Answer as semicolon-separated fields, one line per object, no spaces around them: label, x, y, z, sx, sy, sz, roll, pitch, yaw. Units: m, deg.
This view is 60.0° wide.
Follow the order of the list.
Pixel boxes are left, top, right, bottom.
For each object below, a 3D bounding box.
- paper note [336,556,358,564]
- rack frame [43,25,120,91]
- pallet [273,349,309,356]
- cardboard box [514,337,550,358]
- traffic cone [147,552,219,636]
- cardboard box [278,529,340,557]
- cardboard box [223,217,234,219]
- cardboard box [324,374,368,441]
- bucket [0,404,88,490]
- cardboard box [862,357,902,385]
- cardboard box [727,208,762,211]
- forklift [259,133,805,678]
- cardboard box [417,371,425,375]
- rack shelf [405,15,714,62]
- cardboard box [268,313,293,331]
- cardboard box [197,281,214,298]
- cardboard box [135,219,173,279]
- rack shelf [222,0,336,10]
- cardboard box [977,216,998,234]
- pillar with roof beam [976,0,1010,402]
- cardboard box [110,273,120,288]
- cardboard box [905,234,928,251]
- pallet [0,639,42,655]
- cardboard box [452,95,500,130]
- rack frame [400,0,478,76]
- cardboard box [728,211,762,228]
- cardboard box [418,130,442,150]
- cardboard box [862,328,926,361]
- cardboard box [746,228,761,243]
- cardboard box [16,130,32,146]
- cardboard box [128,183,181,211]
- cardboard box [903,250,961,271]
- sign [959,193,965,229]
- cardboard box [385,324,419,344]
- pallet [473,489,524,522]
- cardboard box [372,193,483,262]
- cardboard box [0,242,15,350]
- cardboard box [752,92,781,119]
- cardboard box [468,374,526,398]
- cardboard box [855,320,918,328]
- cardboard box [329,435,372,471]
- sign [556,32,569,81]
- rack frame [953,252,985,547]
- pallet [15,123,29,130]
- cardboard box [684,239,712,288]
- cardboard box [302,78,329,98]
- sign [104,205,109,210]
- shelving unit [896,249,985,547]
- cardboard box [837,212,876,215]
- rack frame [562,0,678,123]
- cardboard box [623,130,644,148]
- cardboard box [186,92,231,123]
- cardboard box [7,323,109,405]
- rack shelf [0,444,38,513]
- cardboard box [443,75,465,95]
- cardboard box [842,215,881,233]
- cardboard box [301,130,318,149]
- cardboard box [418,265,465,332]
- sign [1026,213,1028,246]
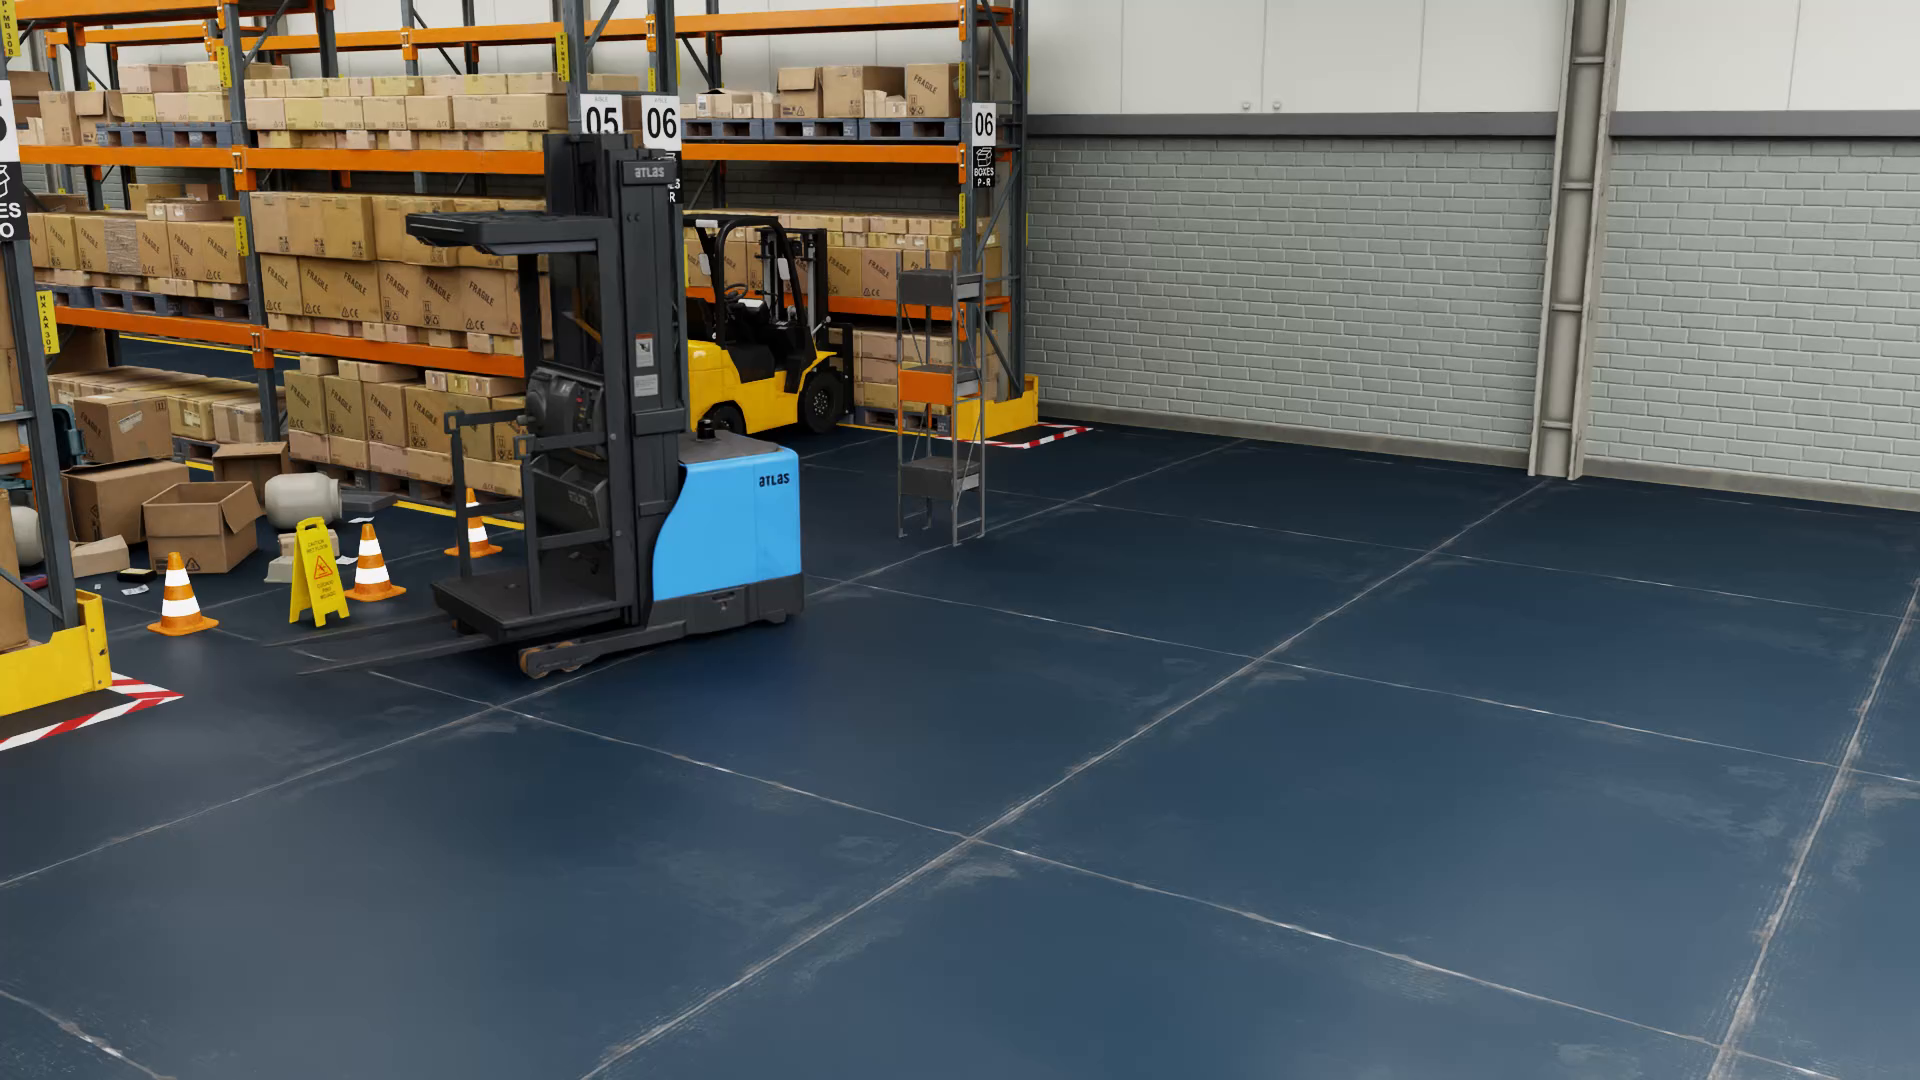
paper note;-4.324;0.139;11.698;0.142;0.019;0.148;3;14;14
rack frame;-12.938;-7.620;24.380;0.127;3.000;1.000;9;17;33
pallet;-8.923;-2.717;22.858;1.213;0.211;1.003;9;17;33
cardboard box;-3.131;-1.470;12.541;0.250;0.149;0.380;9;16;32
traffic cone;-4.756;0.305;10.127;0.334;0.463;0.336;9;17;33
cardboard box;-4.644;0.039;11.858;0.380;0.149;0.250;-7;15;-25
cardboard box;-6.796;-2.762;15.536;0.500;0.500;0.500;9;17;32
cardboard box;-4.959;-1.139;13.972;0.500;0.500;0.500;10;17;35
bucket;-7.027;-0.699;12.552;0.726;0.611;0.620;-10;7;-35
cardboard box;-0.651;-1.747;16.945;0.500;0.250;0.500;9;17;32
cardboard box;-2.362;-3.582;18.375;0.250;0.149;0.380;9;16;31
forklift;-2.437;-0.798;9.447;3.031;2.935;1.130;-11;17;-37
cardboard box;-4.261;-1.180;14.135;0.500;0.500;0.500;10;17;36
rack shelf;-4.641;-5.736;19.097;4.000;0.370;1.077;9;17;33
cardboard box;-5.666;-1.881;14.201;0.250;0.149;0.380;9;17;33
cardboard box;-6.538;-2.244;14.793;0.250;0.149;0.380;9;16;31
cardboard box;-7.097;-2.658;15.119;0.500;0.500;0.500;10;17;35
rack shelf;-4.089;-4.402;12.882;4.000;0.370;1.077;9;17;33
cardboard box;0.179;-3.158;16.661;0.250;0.149;0.380;9;16;32
pillar with roof beam;-2.139;-4.889;13.347;0.400;9.000;9.100;9;17;33
cardboard box;-7.768;-2.468;15.700;0.250;0.149;0.380;10;17;35
cardboard box;-0.335;-2.945;16.419;0.250;0.149;0.380;9;17;34
pallet;-5.815;0.690;9.096;1.213;0.211;1.003;9;17;33
cardboard box;-3.413;-3.185;12.399;0.500;0.250;0.500;9;16;32
rack frame;-6.300;-6.547;20.046;0.127;3.000;1.000;9;17;33
cardboard box;-2.242;-3.400;17.640;0.250;0.149;0.380;10;17;34
cardboard box;-3.928;-3.076;12.786;0.250;0.149;0.380;9;16;31
cardboard box;-0.645;-1.984;16.862;0.500;0.250;0.500;10;17;34
cardboard box;-2.036;-3.220;17.531;0.250;0.149;0.380;9;17;32
cardboard box;-8.901;-3.903;16.129;0.250;0.149;0.380;9;17;33
cardboard box;-11.467;-4.828;23.718;0.500;0.500;0.500;10;17;34
cardboard box;-0.217;-2.625;16.476;0.500;0.500;0.500;9;16;32
sign;0.024;-3.133;15.835;0.005;0.325;0.100;9;17;33
cardboard box;-4.385;-1.679;13.386;0.250;0.149;0.380;9;17;33
pallet;-3.147;-0.345;13.277;1.213;0.211;1.003;9;17;33
cardboard box;-4.208;-2.487;13.221;0.500;0.500;0.700;9;17;32
cardboard box;-5.394;-1.226;8.475;0.550;0.550;0.875;9;17;33
cardboard box;-1.919;-4.483;17.144;0.258;0.266;0.396;9;16;31
cardboard box;-3.582;-1.212;12.913;0.250;0.149;0.380;10;17;34
cardboard box;-0.781;-2.155;17.552;0.500;0.250;0.500;9;17;32
cardboard box;-4.960;-0.776;14.062;0.500;0.250;0.500;10;17;36
sign;-2.756;-3.350;11.529;0.005;0.325;0.100;9;17;33
rack frame;0.065;-1.009;12.028;0.015;2.100;0.400;9;17;33
pallet;-9.631;-4.085;16.735;1.003;0.211;1.213;10;17;35
cardboard box;-2.759;-3.036;18.137;0.500;0.500;0.500;9;16;31
cardboard box;-5.020;-3.616;13.308;0.250;0.149;0.380;9;17;32
sign;-8.772;-3.278;17.079;0.005;0.325;0.100;9;17;33
shelving unit;-0.137;-1.041;12.161;0.503;2.100;0.431;9;17;33
cardboard box;-1.089;-3.371;17.522;0.250;0.149;0.380;9;17;33
rack frame;-2.429;-4.484;11.712;0.127;3.000;1.000;9;17;33
cardboard box;-2.523;-3.016;12.543;0.250;0.149;0.380;9;17;33
cardboard box;-6.314;-3.745;14.406;0.500;0.250;0.500;9;16;32
cardboard box;-9.594;-1.927;17.412;0.875;0.875;0.875;9;17;32
rack shelf;-6.767;-0.491;9.561;4.000;0.370;1.077;9;17;33
cardboard box;-3.670;-3.431;12.563;0.250;0.149;0.380;9;17;33
cardboard box;-0.974;-3.194;16.806;0.250;0.149;0.380;10;17;34
cardboard box;-5.173;-3.295;13.671;0.250;0.149;0.380;9;17;33
cardboard box;-3.859;-1.919;13.006;0.500;0.500;0.500;9;17;33
sign;0.653;-3.131;16.763;0.005;0.325;0.100;9;17;33
